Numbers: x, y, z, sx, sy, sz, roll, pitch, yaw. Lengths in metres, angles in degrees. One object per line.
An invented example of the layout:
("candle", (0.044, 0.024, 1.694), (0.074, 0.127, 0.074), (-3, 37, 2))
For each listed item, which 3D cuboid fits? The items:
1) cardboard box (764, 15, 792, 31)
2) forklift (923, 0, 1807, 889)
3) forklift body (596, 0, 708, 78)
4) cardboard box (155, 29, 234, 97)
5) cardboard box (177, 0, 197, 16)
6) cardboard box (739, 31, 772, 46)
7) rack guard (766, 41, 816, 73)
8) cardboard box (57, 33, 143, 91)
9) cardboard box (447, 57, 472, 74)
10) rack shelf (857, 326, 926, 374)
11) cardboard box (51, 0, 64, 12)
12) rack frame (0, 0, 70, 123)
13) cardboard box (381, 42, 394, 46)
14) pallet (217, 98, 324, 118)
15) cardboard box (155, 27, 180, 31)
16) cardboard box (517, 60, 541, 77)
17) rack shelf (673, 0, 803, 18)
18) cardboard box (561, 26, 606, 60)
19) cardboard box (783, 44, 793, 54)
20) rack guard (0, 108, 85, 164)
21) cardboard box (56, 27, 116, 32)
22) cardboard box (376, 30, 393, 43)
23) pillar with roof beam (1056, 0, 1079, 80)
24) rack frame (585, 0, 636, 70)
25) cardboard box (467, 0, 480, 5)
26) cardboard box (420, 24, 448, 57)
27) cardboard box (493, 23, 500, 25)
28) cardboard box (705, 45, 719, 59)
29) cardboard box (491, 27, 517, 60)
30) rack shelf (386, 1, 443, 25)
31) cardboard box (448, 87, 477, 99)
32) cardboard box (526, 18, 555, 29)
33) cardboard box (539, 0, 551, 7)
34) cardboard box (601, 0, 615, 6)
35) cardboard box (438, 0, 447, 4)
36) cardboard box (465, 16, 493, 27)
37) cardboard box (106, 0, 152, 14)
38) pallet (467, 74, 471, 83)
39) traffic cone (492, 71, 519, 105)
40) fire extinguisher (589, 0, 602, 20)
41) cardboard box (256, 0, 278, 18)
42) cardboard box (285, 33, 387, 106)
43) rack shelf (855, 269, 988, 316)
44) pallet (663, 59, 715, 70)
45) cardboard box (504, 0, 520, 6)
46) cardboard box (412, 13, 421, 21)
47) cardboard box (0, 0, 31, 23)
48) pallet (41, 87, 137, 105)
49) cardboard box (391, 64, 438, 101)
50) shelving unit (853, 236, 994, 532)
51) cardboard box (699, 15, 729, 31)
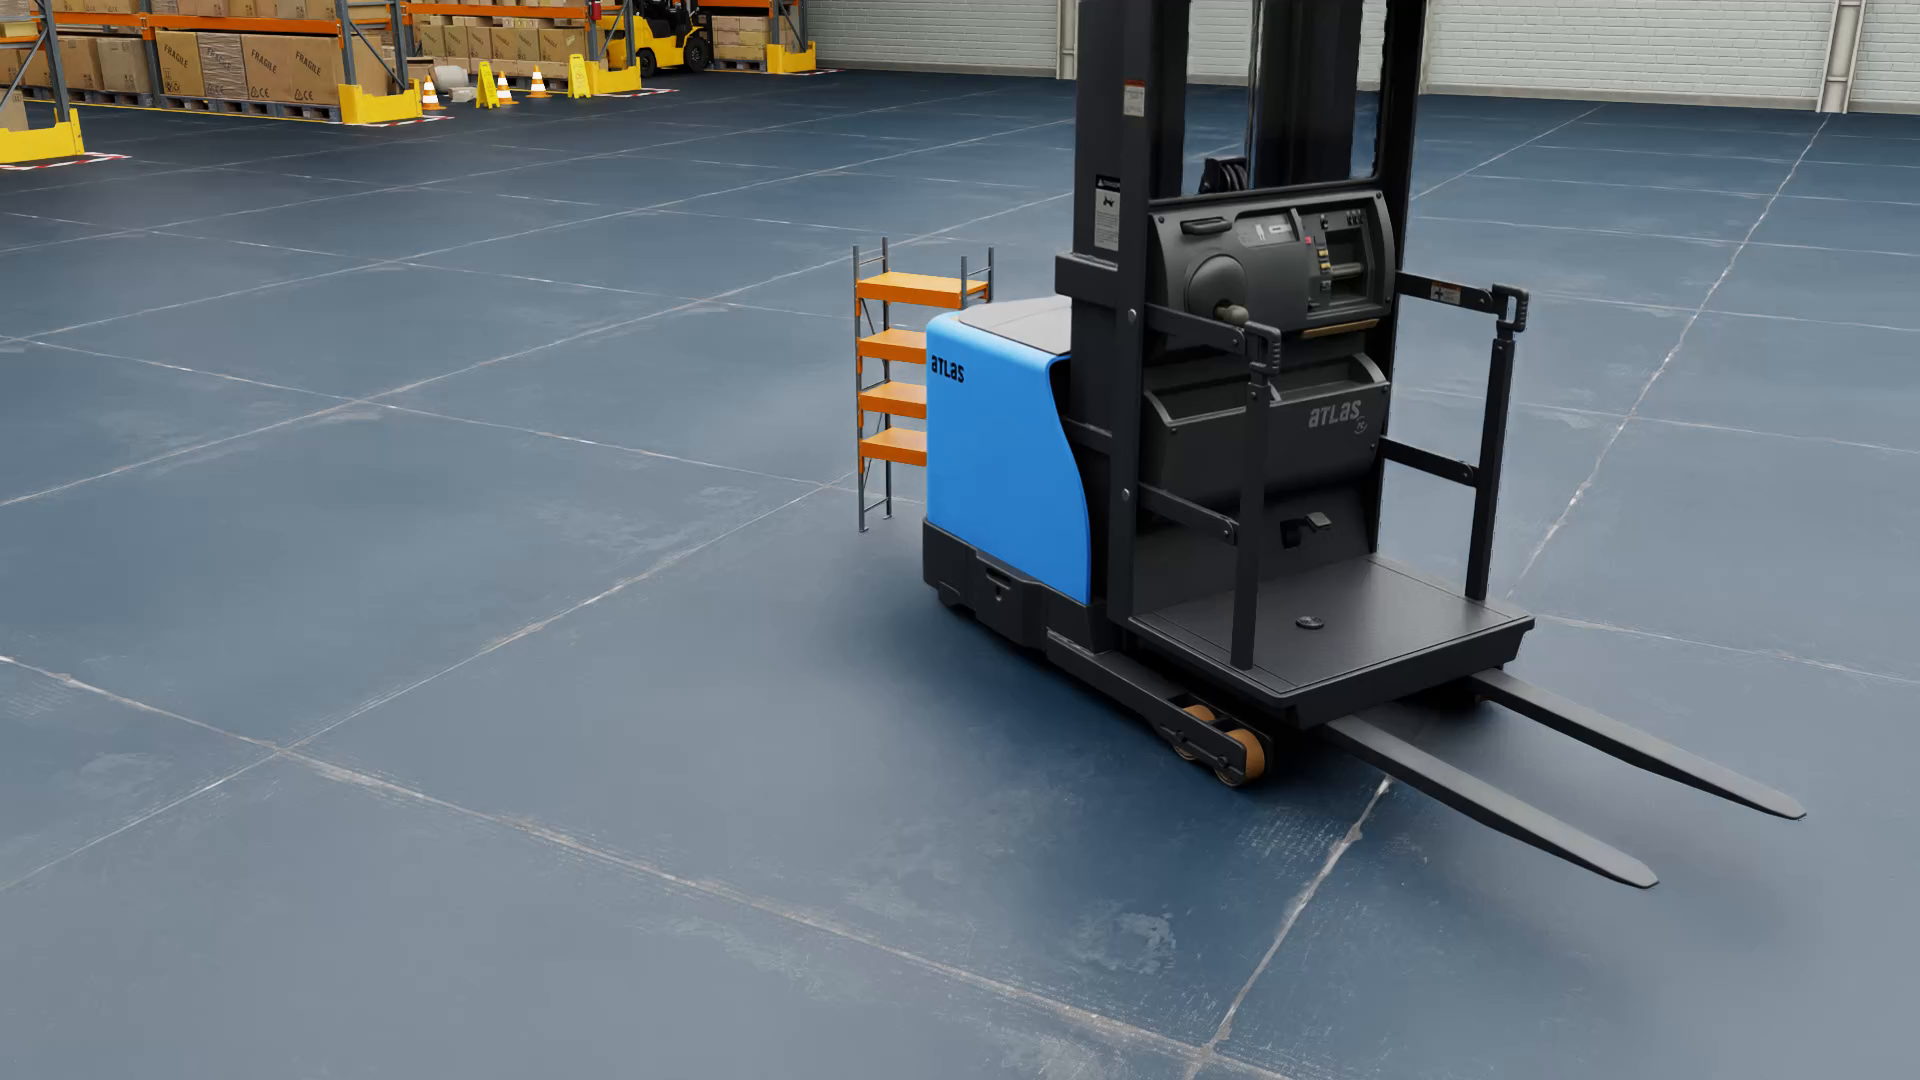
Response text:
("cardboard box", (-3.467, -9.626, 30.952), (0.500, 0.250, 0.500), (10, 22, 26))
("forklift", (1.082, -0.839, 4.881), (1.130, 2.935, 3.031), (-12, 23, -31))
("forklift body", (-5.685, -9.488, 29.867), (1.214, 2.155, 2.313), (11, 23, 27))
("cardboard box", (-10.860, -6.884, 23.944), (0.875, 0.875, 0.875), (11, 23, 28))
("cardboard box", (-10.556, -7.739, 23.581), (0.550, 0.550, 0.875), (11, 23, 27))
("cardboard box", (-3.717, -9.242, 30.628), (0.500, 0.250, 0.500), (10, 22, 27))
("rack guard", (-3.118, -8.935, 30.765), (0.348, 0.500, 1.175), (11, 23, 27))
("cardboard box", (-12.801, -7.189, 24.968), (0.750, 0.750, 1.050), (11, 23, 27))
("cardboard box", (-8.194, -7.942, 27.778), (0.500, 0.250, 0.500), (12, 23, 30))
("rack shelf", (-0.145, -0.739, 6.683), (0.480, 0.148, 0.258), (11, 23, 27))
("cardboard box", (-13.287, -8.117, 24.696), (0.500, 0.500, 0.500), (11, 22, 27))
("rack frame", (-10.390, -5.686, 18.141), (0.127, 3.000, 1.000), (11, 23, 27))
("cardboard box", (-10.137, -8.469, 29.050), (0.625, 0.372, 0.950), (12, 23, 31))
("pallet", (-9.680, -6.148, 23.504), (1.213, 0.211, 1.003), (11, 23, 27))
("cardboard box", (-14.660, -9.603, 31.440), (0.875, 0.875, 0.875), (12, 23, 29))
("cardboard box", (-6.842, -7.684, 27.065), (0.500, 0.250, 0.500), (11, 23, 27))
("rack shelf", (-4.885, -10.109, 31.389), (4.000, 0.370, 1.077), (11, 23, 27))
("cardboard box", (-6.147, -8.114, 27.151), (0.500, 0.500, 0.500), (10, 22, 26))
("cardboard box", (-3.473, -9.159, 31.133), (0.500, 0.250, 0.500), (11, 23, 28))
("rack guard", (-10.456, -4.524, 18.602), (0.348, 0.500, 1.175), (11, 23, 27))
("cardboard box", (-17.311, -9.910, 32.927), (0.875, 0.438, 0.875), (10, 22, 26))
("cardboard box", (-11.950, -10.727, 35.088), (0.500, 0.500, 0.500), (10, 22, 25))
("pillar with roof beam", (-0.169, -11.039, 24.102), (0.400, 9.000, 9.100), (11, 23, 27))
("rack frame", (-5.557, -8.636, 26.274), (0.127, 3.000, 1.000), (11, 23, 27))
("cardboard box", (-7.818, -8.820, 27.149), (0.250, 0.149, 0.380), (11, 23, 28))
("cardboard box", (-8.665, -8.380, 27.885), (0.500, 0.500, 0.500), (12, 23, 30))
("cardboard box", (-7.957, -8.456, 28.095), (0.500, 0.500, 0.500), (11, 23, 28))
("cardboard box", (-4.565, -9.175, 31.176), (0.500, 0.250, 0.500), (11, 23, 28))
("cardboard box", (-7.278, -8.121, 27.171), (0.500, 0.500, 0.500), (10, 22, 26))
("rack shelf", (-10.795, -9.296, 29.148), (4.000, 0.370, 1.077), (11, 23, 27))
("cardboard box", (-7.686, -6.913, 25.703), (0.380, 0.149, 0.250), (-11, 23, -29))
("cardboard box", (-6.737, -8.295, 26.700), (0.250, 0.149, 0.380), (12, 23, 29))
("cardboard box", (-6.476, -8.575, 26.473), (0.250, 0.149, 0.380), (10, 22, 26))
("cardboard box", (-5.752, -8.636, 26.643), (0.250, 0.149, 0.380), (11, 23, 28))
("cardboard box", (-8.438, -8.974, 27.573), (0.250, 0.149, 0.380), (11, 23, 27))
("cardboard box", (-7.900, -8.518, 27.313), (0.250, 0.149, 0.380), (12, 23, 30))
("cardboard box", (-11.961, -7.865, 24.002), (0.500, 0.500, 0.500), (11, 22, 27))
("pallet", (-8.445, -7.889, 28.305), (1.213, 0.211, 1.003), (11, 23, 27))
("traffic cone", (-6.806, -6.744, 24.779), (0.334, 0.463, 0.336), (11, 23, 27))
("fire extinguisher", (-5.682, -8.444, 25.857), (0.183, 0.674, 0.296), (11, 23, 27))
("cardboard box", (-9.147, -7.480, 22.867), (0.550, 0.550, 0.875), (11, 23, 27))
("cardboard box", (-8.507, -6.437, 22.713), (0.875, 0.875, 0.875), (11, 23, 28))
("rack shelf", (-0.145, -0.961, 6.602), (0.480, 0.148, 0.258), (11, 23, 27))
("pallet", (-4.888, -9.122, 31.702), (1.213, 0.211, 1.003), (11, 23, 27))
("cardboard box", (-7.138, -8.708, 26.842), (0.250, 0.149, 0.380), (11, 22, 27))
("cardboard box", (-11.140, -10.872, 34.537), (0.250, 0.149, 0.380), (10, 22, 26))
("cardboard box", (-10.857, -5.972, 18.348), (0.500, 0.500, 0.875), (11, 23, 27))
("pallet", (-13.154, -6.809, 25.325), (1.213, 0.211, 1.003), (11, 23, 27))
("cardboard box", (-8.325, -7.001, 25.428), (0.637, 0.503, 0.797), (-4, 20, -10))
("shelving unit", (-0.145, -0.592, 6.736), (0.503, 1.200, 0.258), (11, 23, 27))
("cardboard box", (-4.587, -9.637, 30.984), (0.500, 0.250, 0.500), (11, 23, 28))
